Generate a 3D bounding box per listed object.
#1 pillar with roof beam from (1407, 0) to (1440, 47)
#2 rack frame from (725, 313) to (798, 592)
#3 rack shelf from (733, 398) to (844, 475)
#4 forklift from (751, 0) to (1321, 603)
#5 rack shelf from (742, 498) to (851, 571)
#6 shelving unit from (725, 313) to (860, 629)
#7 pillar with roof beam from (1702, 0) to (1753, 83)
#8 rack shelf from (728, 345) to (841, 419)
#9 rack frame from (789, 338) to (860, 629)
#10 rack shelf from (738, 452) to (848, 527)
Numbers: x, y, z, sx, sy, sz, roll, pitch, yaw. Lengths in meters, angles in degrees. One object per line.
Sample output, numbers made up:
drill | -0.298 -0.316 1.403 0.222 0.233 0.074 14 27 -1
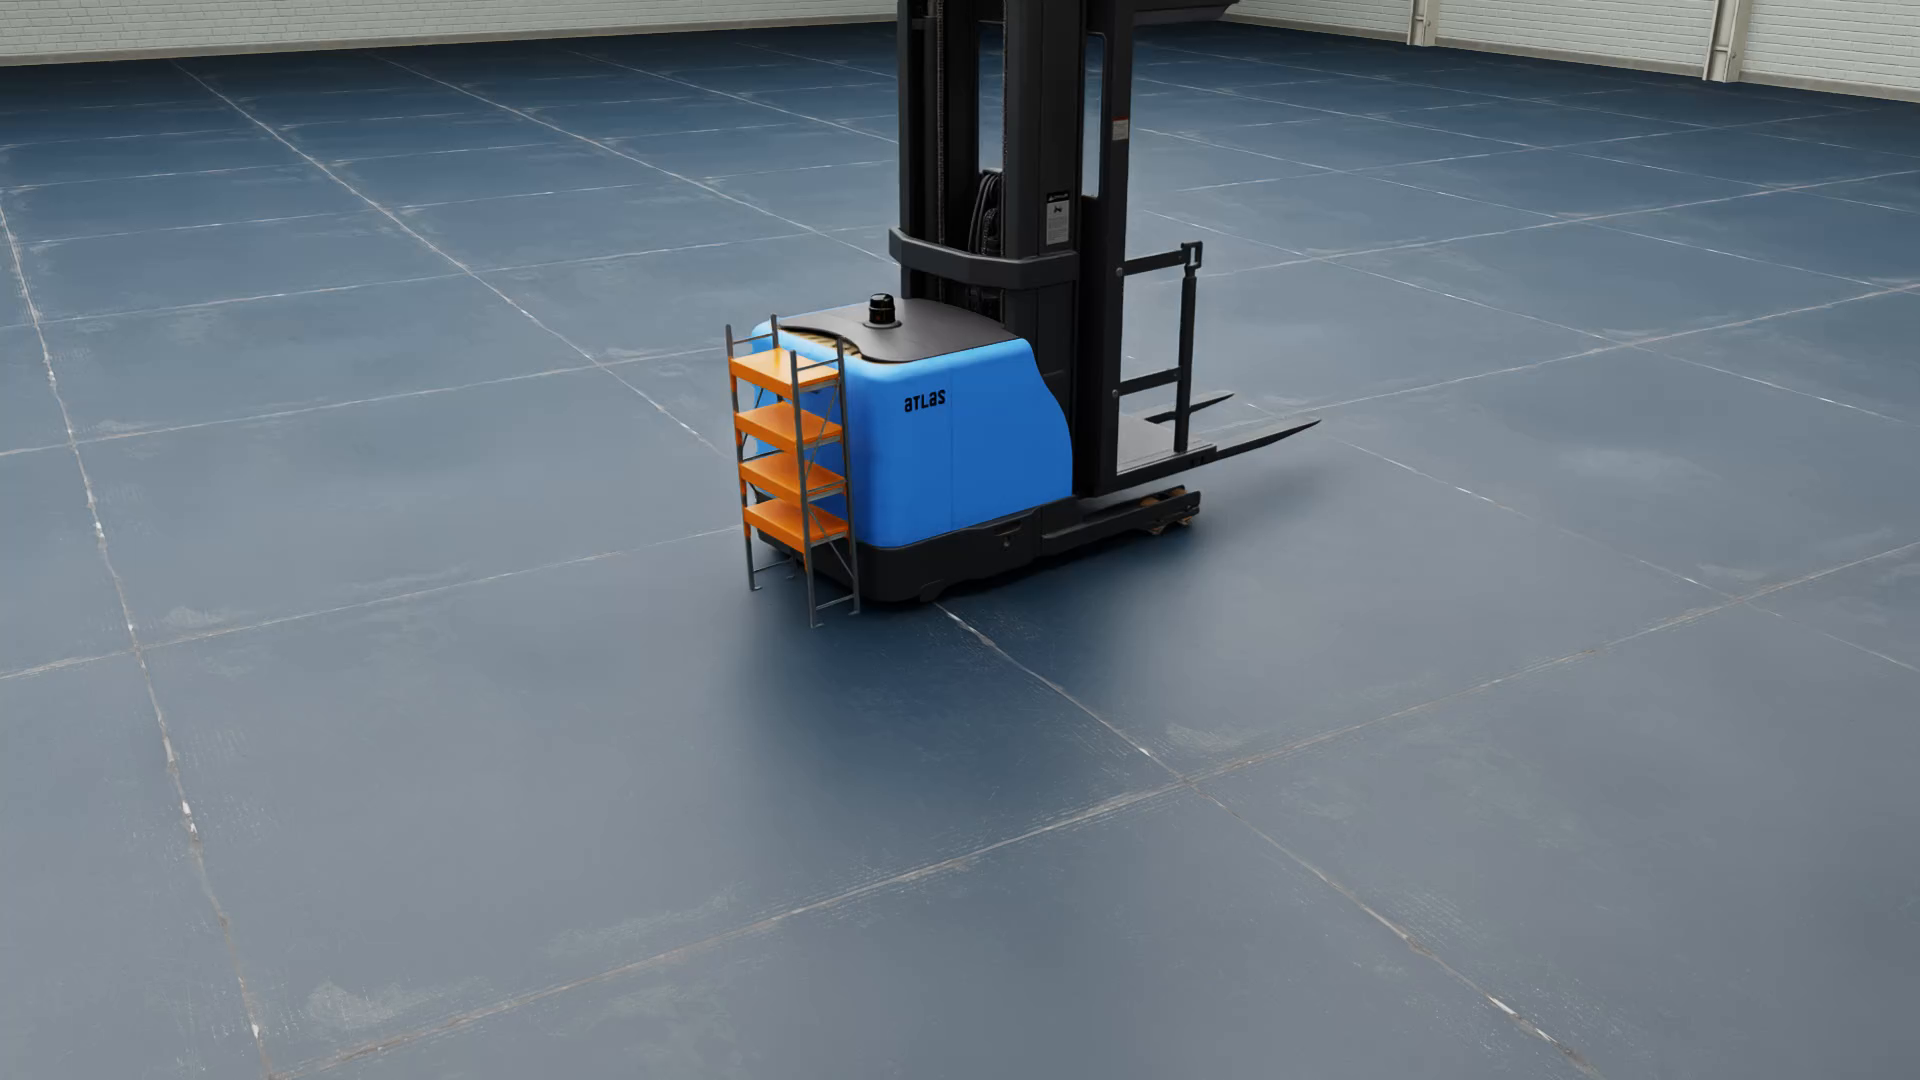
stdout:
pillar with roof beam | 4.387 -12.019 25.431 9.100 9.000 0.400 -13 25 -28
rack frame | -0.841 -0.359 7.086 0.240 1.200 0.015 -19 29 -34
rack shelf | -0.696 -0.430 6.845 0.258 0.148 0.480 -19 29 -34
forklift | 0.530 -1.527 7.676 3.031 2.935 1.130 -17 28 -36
rack shelf | -0.682 -0.043 7.014 0.258 0.148 0.480 -19 29 -34
shelving unit | -0.691 -0.286 6.908 0.258 1.200 0.503 -19 29 -34
pillar with roof beam | 7.452 -10.077 20.652 9.100 9.000 0.400 -13 25 -28
rack shelf | -0.704 -0.646 6.750 0.258 0.148 0.480 -19 29 -34
rack frame | -0.541 -0.214 6.729 0.240 1.200 0.015 -19 29 -34
rack shelf | -0.688 -0.225 6.934 0.258 0.148 0.480 -19 29 -34
